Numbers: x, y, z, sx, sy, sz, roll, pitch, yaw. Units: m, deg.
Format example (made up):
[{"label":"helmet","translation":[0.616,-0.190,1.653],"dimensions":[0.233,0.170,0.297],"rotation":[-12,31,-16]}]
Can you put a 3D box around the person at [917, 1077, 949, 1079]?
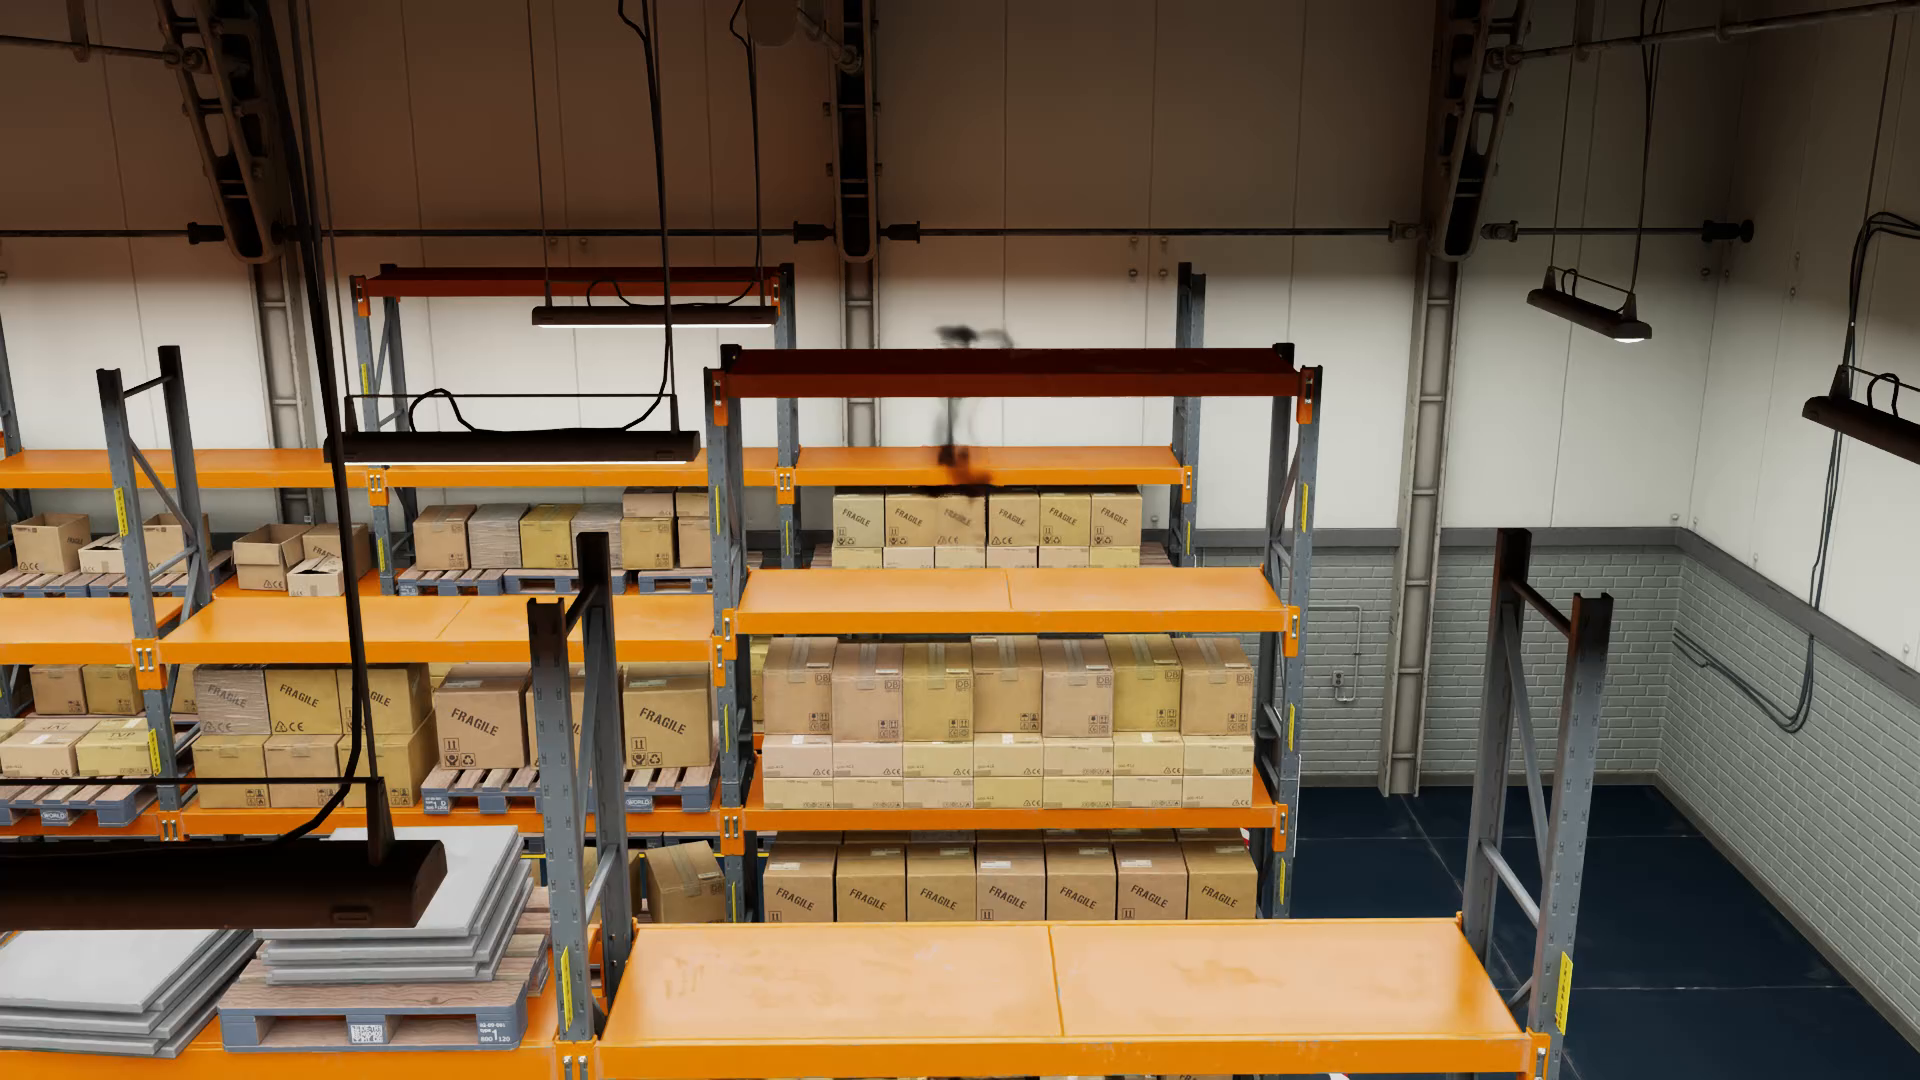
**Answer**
[{"label":"person","translation":[-0.221,4.232,11.096],"dimensions":[0.558,1.620,0.576],"rotation":[-3,16,-9]}]
